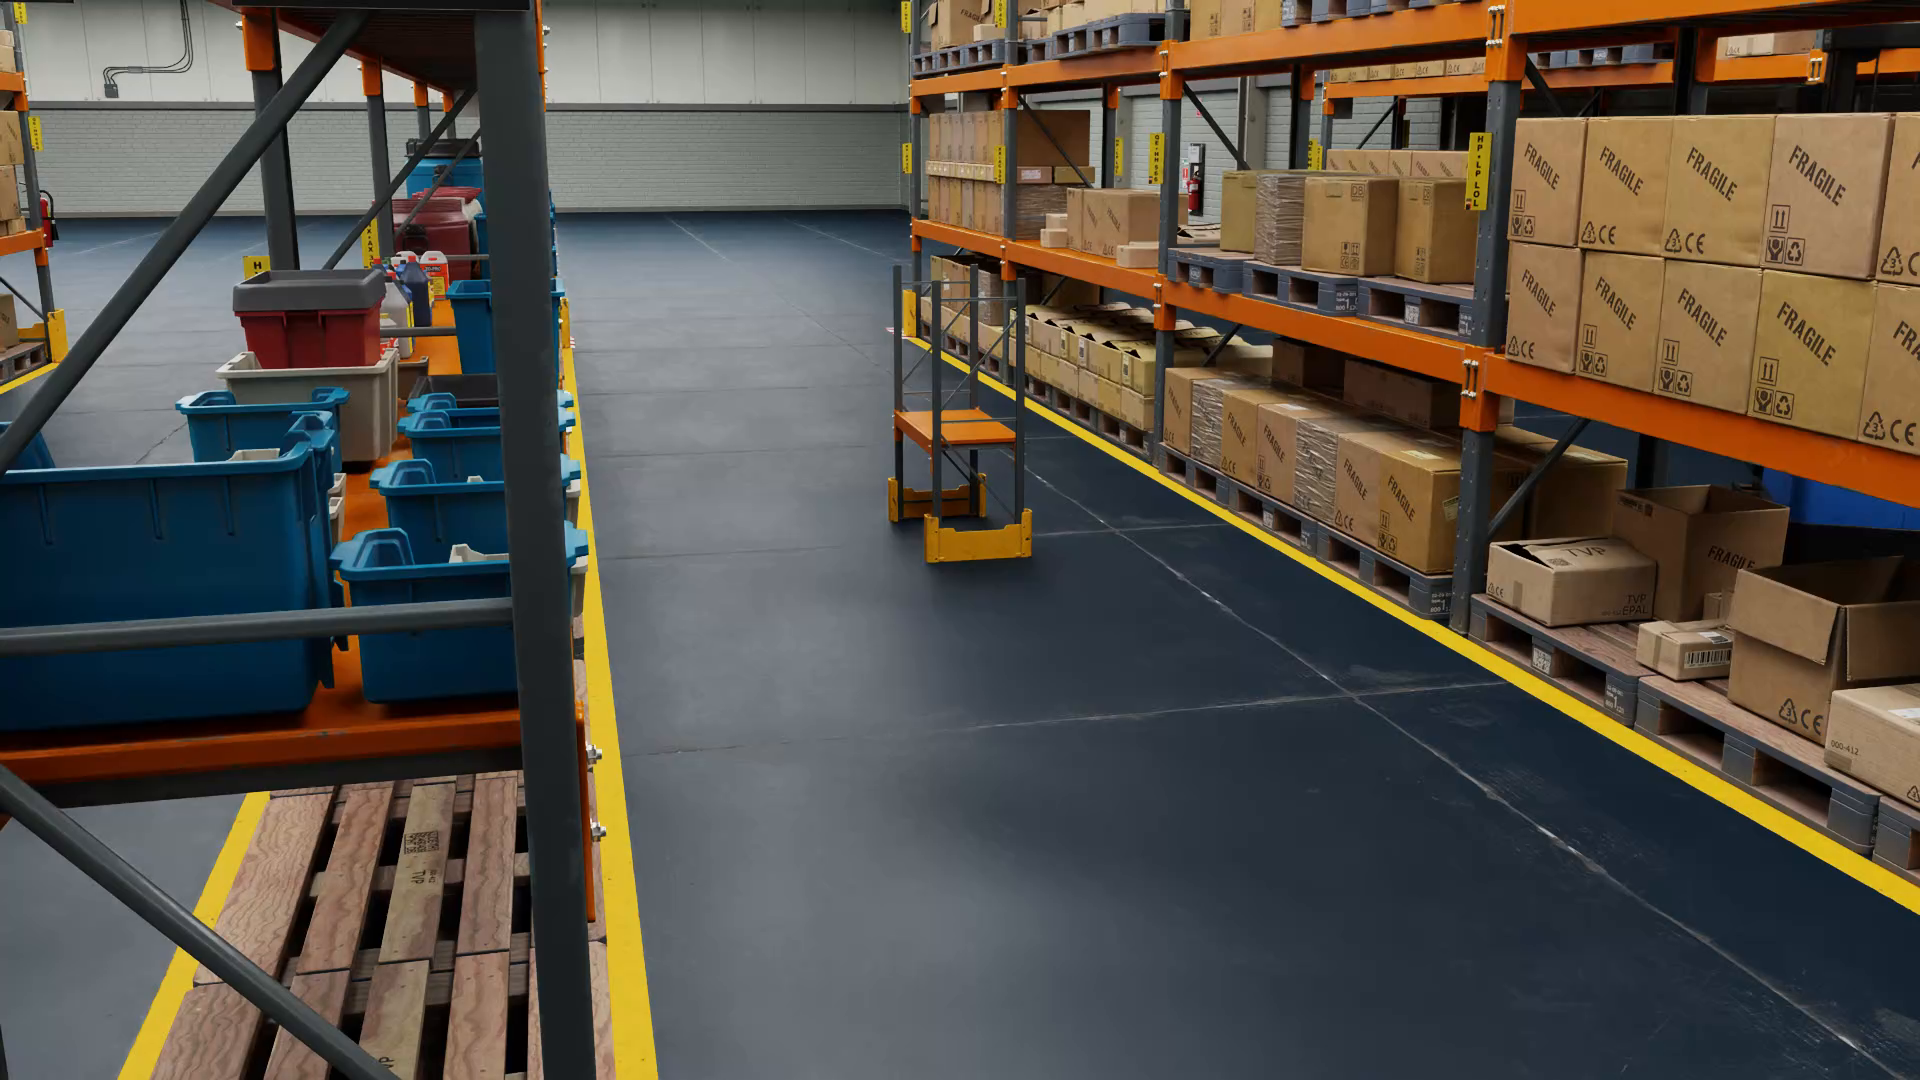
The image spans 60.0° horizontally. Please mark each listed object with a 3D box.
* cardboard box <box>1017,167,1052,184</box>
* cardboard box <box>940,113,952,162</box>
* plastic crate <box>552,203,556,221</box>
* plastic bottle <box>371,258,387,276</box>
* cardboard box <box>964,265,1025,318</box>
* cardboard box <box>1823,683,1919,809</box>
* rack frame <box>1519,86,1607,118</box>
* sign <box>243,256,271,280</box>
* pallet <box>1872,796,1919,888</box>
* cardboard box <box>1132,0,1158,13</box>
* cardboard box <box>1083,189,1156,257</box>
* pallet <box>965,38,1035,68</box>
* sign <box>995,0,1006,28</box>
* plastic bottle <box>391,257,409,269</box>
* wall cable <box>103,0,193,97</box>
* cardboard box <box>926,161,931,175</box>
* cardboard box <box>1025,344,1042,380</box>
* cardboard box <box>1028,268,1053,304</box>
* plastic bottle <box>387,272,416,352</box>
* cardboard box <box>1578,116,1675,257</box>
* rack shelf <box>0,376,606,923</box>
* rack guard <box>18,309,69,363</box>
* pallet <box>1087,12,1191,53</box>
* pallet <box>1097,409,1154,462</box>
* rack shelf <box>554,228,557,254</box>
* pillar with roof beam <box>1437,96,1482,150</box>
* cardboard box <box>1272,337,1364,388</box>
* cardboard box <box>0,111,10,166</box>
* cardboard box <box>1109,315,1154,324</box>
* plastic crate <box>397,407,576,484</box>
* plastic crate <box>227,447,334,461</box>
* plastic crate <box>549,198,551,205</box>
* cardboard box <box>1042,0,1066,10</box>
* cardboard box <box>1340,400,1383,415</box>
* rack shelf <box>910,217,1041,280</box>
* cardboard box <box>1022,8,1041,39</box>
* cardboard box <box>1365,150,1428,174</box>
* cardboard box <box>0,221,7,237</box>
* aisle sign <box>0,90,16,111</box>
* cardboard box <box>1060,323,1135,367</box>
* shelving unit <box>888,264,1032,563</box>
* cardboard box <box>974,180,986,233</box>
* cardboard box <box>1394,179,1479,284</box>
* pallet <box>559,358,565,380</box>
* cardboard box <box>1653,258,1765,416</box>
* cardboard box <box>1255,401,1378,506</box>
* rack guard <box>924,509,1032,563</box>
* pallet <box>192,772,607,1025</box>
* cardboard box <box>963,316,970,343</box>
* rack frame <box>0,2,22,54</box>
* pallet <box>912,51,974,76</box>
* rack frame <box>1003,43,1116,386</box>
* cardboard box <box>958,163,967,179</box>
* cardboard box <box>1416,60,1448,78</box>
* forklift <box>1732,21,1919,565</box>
[{"bbox_3d":[0.620,-3.316,15.101,0.380,0.149,0.250,-3,14,-13],"label":"cardboard box"},{"bbox_3d":[0.191,-4.261,17.605,0.700,0.500,0.500,-4,14,-15],"label":"cardboard box"},{"bbox_3d":[-4.455,-3.378,17.246,0.499,0.251,0.616,-3,14,-13],"label":"plastic crate"},{"bbox_3d":[-2.838,-1.205,8.141,0.144,0.351,0.185,-3,14,-13],"label":"plastic bottle"},{"bbox_3d":[0.343,-2.460,16.504,0.500,0.500,0.500,-3,14,-13],"label":"cardboard box"},{"bbox_3d":[3.149,0.656,5.287,0.500,0.250,0.500,-3,14,-13],"label":"cardboard box"},{"bbox_3d":[5.706,-3.178,16.116,1.000,3.000,0.127,-3,14,-13],"label":"rack frame"},{"bbox_3d":[-2.580,-0.885,6.145,0.100,0.325,0.005,-3,14,-13],"label":"sign"},{"bbox_3d":[3.504,1.020,4.807,1.003,0.211,1.213,-3,14,-13],"label":"pallet"},{"bbox_3d":[1.529,-3.788,11.724,0.500,0.250,0.500,-3,14,-12],"label":"cardboard box"},{"bbox_3d":[1.298,-2.535,13.271,0.500,0.500,0.500,-3,14,-13],"label":"cardboard box"},{"bbox_3d":[0.666,-4.511,15.436,1.003,0.211,1.213,-3,14,-13],"label":"pallet"},{"bbox_3d":[0.353,-4.617,14.428,0.100,0.325,0.005,-3,14,-13],"label":"sign"},{"bbox_3d":[-3.088,-1.419,9.174,0.152,0.276,0.135,-3,14,-13],"label":"plastic bottle"},{"bbox_3d":[-22.068,-14.998,44.689,2.305,6.003,0.169,-3,14,-13],"label":"wall cable"},{"bbox_3d":[-0.165,-4.085,18.251,0.380,0.149,0.250,-3,14,-14],"label":"cardboard box"},{"bbox_3d":[0.864,-1.545,14.339,0.500,0.250,0.500,-3,14,-12],"label":"cardboard box"},{"bbox_3d":[0.962,-2.373,16.150,0.500,0.500,0.500,-3,14,-13],"label":"cardboard box"},{"bbox_3d":[-2.482,-1.001,7.308,0.144,0.351,0.185,-3,14,-13],"label":"plastic bottle"},{"bbox_3d":[2.729,-1.347,6.302,0.500,0.500,0.500,-4,14,-15],"label":"cardboard box"},{"bbox_3d":[-1.575,0.030,4.499,1.077,0.370,4.000,-3,14,-13],"label":"rack shelf"},{"bbox_3d":[-9.660,-2.041,16.728,1.175,0.500,0.348,-3,14,-13],"label":"rack guard"},{"bbox_3d":[1.585,-3.496,11.492,1.213,0.211,1.003,-3,14,-11],"label":"pallet"},{"bbox_3d":[1.676,-0.816,12.323,1.003,0.211,1.213,-3,14,-13],"label":"pallet"},{"bbox_3d":[-4.394,-2.738,15.830,1.077,0.370,4.000,-3,14,-13],"label":"rack shelf"},{"bbox_3d":[1.587,-6.662,17.735,9.100,9.000,0.400,-3,14,-13],"label":"pillar with roof beam"},{"bbox_3d":[2.296,-1.127,10.479,0.500,0.250,0.500,-3,14,-11],"label":"cardboard box"},{"bbox_3d":[-9.185,-3.723,15.403,0.500,0.500,0.500,-3,14,-13],"label":"cardboard box"},{"bbox_3d":[1.509,-1.730,13.914,0.500,0.311,0.500,-3,14,-13],"label":"cardboard box"},{"bbox_3d":[-1.153,-0.185,4.089,0.416,0.233,0.300,-3,14,-13],"label":"plastic crate"},{"bbox_3d":[-1.704,-0.135,4.087,0.298,0.136,0.250,-3,14,-13],"label":"plastic crate"},{"bbox_3d":[-3.513,-2.563,13.461,0.402,0.464,0.583,-3,14,-13],"label":"plastic crate"},{"bbox_3d":[0.998,-4.709,13.914,0.500,0.500,0.500,-3,14,-13],"label":"cardboard box"},{"bbox_3d":[2.529,-0.535,9.637,0.500,0.500,0.500,-4,14,-15],"label":"cardboard box"},{"bbox_3d":[0.422,-3.013,16.956,1.077,0.370,4.000,-3,14,-13],"label":"rack shelf"},{"bbox_3d":[0.903,-4.843,15.616,0.500,0.311,0.500,-4,14,-16],"label":"cardboard box"},{"bbox_3d":[4.808,-4.041,18.342,0.500,0.500,0.500,-4,14,-15],"label":"cardboard box"},{"bbox_3d":[-9.200,-2.926,15.611,0.380,0.149,0.250,-3,14,-13],"label":"cardboard box"},{"bbox_3d":[-9.401,-4.567,16.321,0.394,0.787,0.004,-3,14,-13],"label":"aisle sign"},{"bbox_3d":[1.109,-1.578,13.294,0.500,0.311,0.500,-3,14,-12],"label":"cardboard box"},{"bbox_3d":[-0.018,-0.746,9.321,0.587,1.500,1.083,-3,14,-13],"label":"shelving unit"},{"bbox_3d":[0.537,-3.289,16.359,0.700,0.500,0.500,-3,14,-12],"label":"cardboard box"},{"bbox_3d":[2.654,-1.585,8.500,0.700,0.500,0.500,-1,14,-4],"label":"cardboard box"},{"bbox_3d":[-4.041,-1.429,14.830,1.003,0.211,1.213,-3,14,-13],"label":"pallet"},{"bbox_3d":[2.864,-0.738,5.917,0.500,0.500,0.500,-3,14,-13],"label":"cardboard box"},{"bbox_3d":[2.029,-0.501,9.495,0.500,0.500,0.500,-4,14,-15],"label":"cardboard box"},{"bbox_3d":[0.099,-0.024,8.999,0.587,0.250,0.087,-3,14,-13],"label":"rack guard"},{"bbox_3d":[-1.545,1.023,4.793,1.003,0.211,1.213,-3,14,-13],"label":"pallet"},{"bbox_3d":[0.331,-2.095,16.590,0.500,0.250,0.500,-3,14,-13],"label":"cardboard box"},{"bbox_3d":[-9.678,-6.187,15.791,1.000,3.000,0.127,-3,14,-13],"label":"rack frame"},{"bbox_3d":[0.093,-5.074,17.740,1.003,0.211,1.213,-3,14,-13],"label":"pallet"},{"bbox_3d":[0.892,-2.901,14.982,1.000,3.000,0.127,-3,14,-13],"label":"rack frame"},{"bbox_3d":[0.195,-3.731,16.799,0.380,0.149,0.250,-3,14,-13],"label":"cardboard box"},{"bbox_3d":[5.074,-5.040,17.161,0.500,0.500,0.500,-4,14,-15],"label":"cardboard box"},{"bbox_3d":[5.187,-1.514,9.448,1.130,2.935,3.031,4,14,17],"label":"forklift"}]
